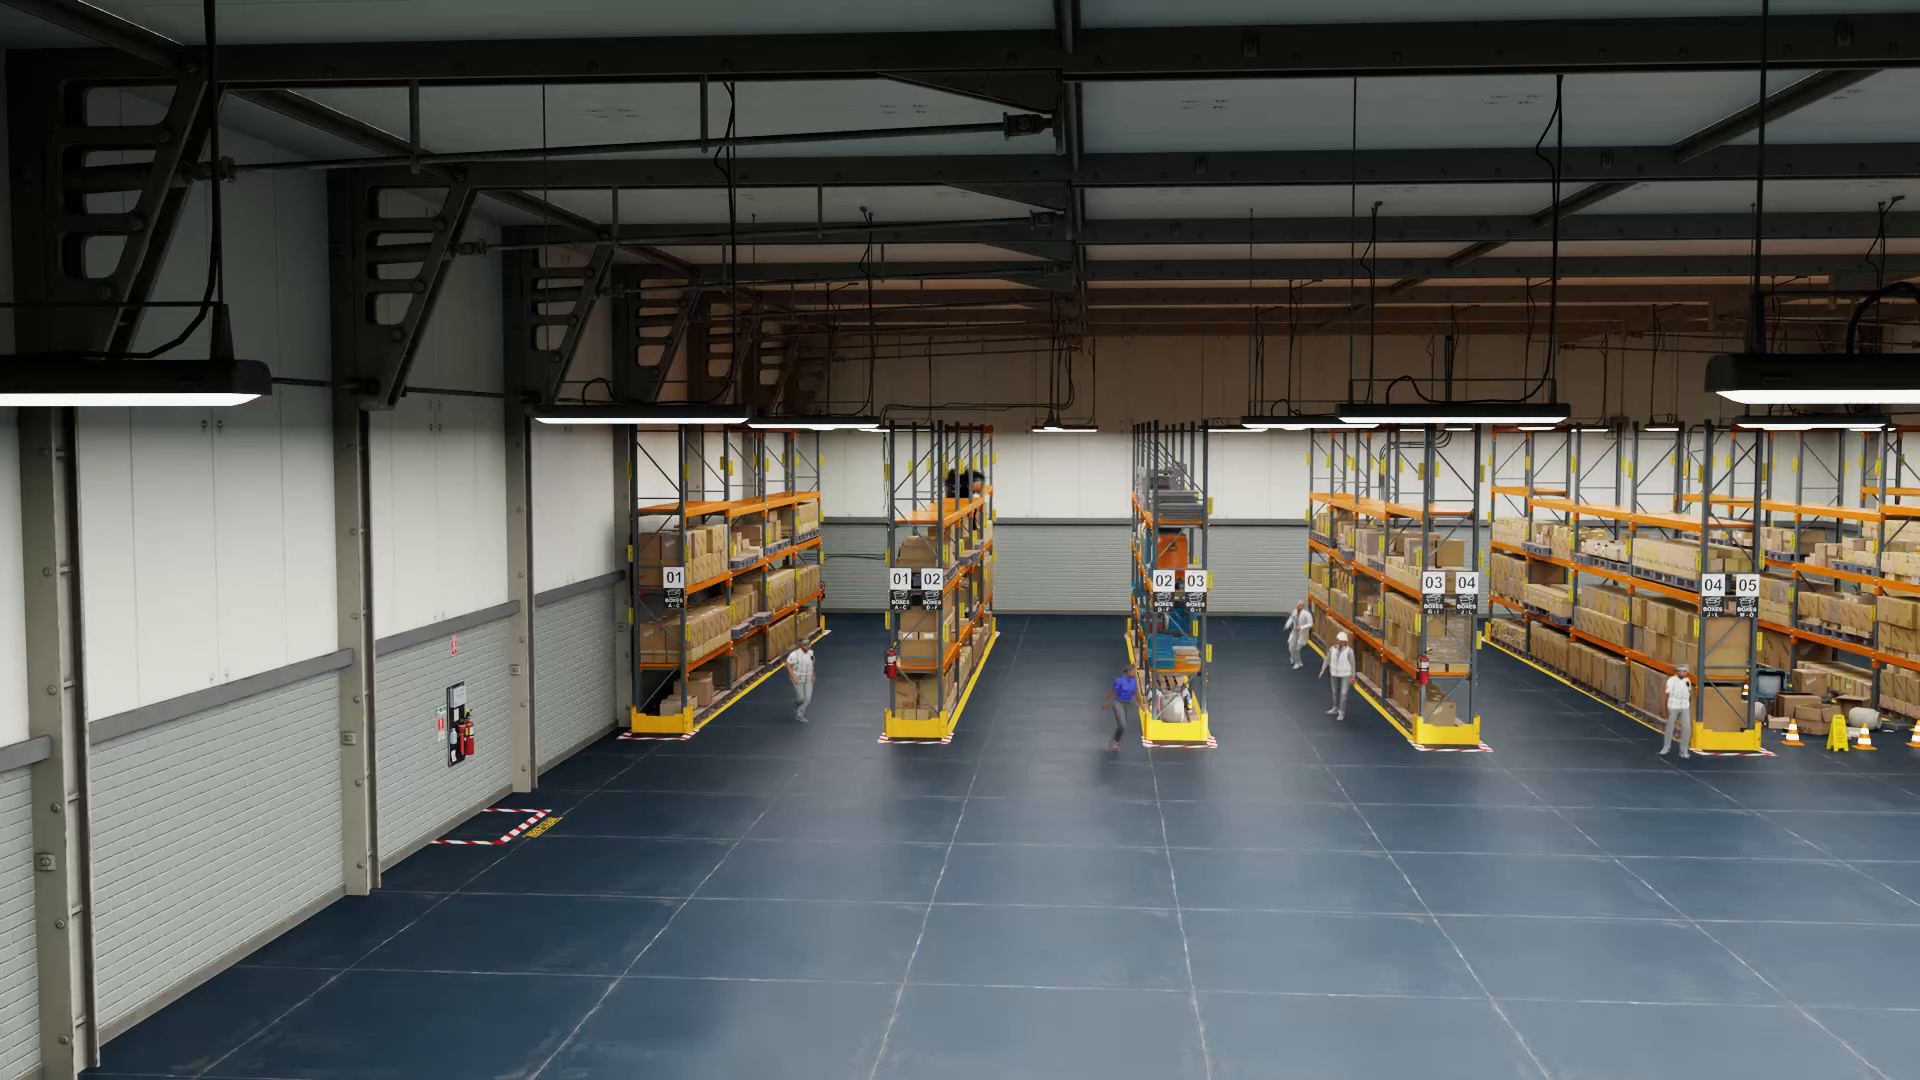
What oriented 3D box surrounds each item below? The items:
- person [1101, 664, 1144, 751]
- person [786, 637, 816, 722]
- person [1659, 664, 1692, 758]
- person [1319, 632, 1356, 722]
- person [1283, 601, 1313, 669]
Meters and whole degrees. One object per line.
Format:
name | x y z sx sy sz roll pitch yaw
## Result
person | 2.941 3.021 29.991 0.585 1.613 0.655 -3 5 -37
person | -3.187 2.769 33.265 0.661 1.718 0.572 -2 4 -31
person | 12.760 3.037 29.629 0.509 1.710 0.490 0 4 -4
person | 7.641 2.729 33.592 0.696 1.766 0.762 3 5 39
person | 8.335 2.323 40.856 0.797 1.704 0.650 2 4 34
